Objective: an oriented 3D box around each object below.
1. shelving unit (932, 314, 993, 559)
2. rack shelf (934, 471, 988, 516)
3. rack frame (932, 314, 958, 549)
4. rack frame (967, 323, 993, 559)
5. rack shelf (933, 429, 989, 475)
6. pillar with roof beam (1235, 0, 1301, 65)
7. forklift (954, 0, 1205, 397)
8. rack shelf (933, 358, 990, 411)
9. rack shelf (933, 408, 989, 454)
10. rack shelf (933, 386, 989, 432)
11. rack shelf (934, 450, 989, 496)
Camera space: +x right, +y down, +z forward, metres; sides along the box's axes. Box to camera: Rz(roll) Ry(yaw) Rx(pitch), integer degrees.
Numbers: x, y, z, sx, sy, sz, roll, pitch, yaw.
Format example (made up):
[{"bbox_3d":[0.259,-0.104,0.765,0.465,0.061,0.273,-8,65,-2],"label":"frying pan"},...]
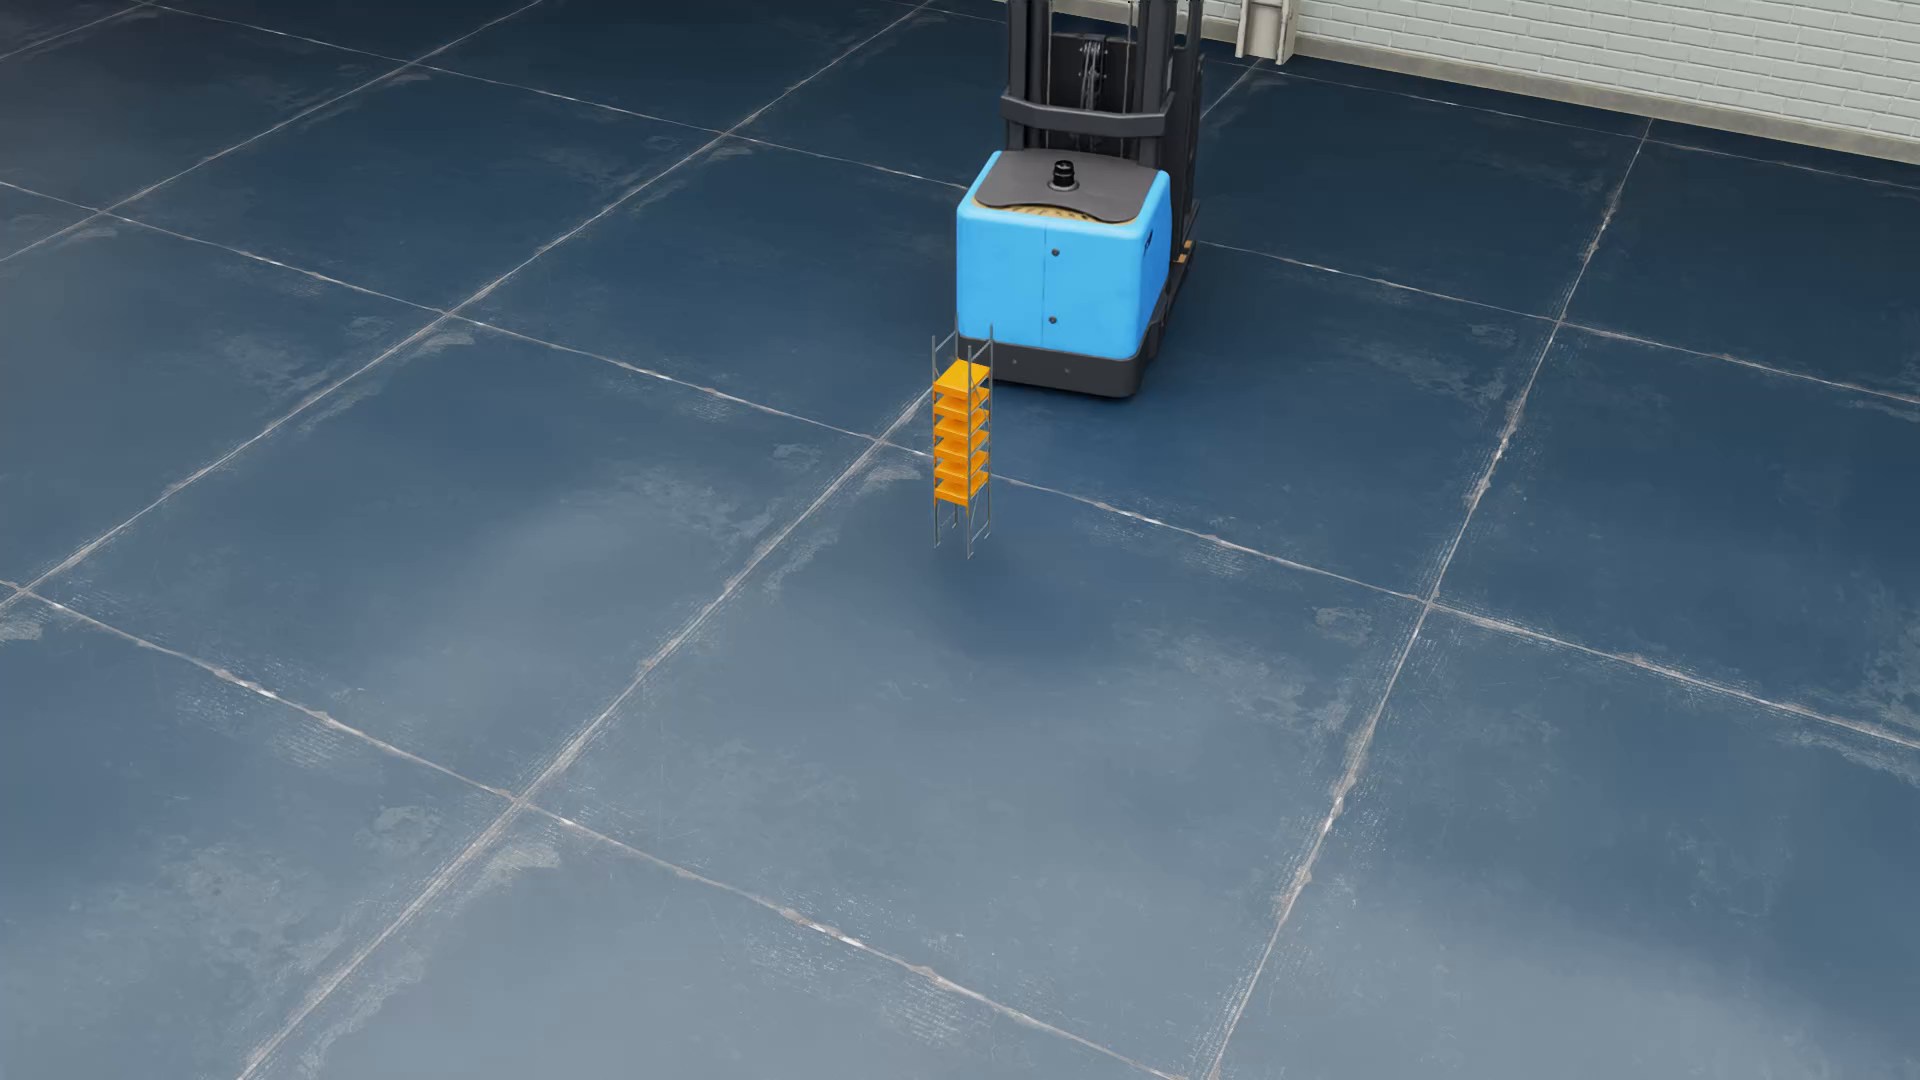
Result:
[{"bbox_3d":[0.013,-0.474,7.902,0.189,1.200,0.258,17,41,21],"label":"shelving unit"},{"bbox_3d":[0.013,-0.247,8.074,0.180,0.103,0.258,17,41,21],"label":"rack shelf"},{"bbox_3d":[-0.068,-0.499,7.935,0.006,1.200,0.240,17,41,21],"label":"rack frame"},{"bbox_3d":[0.094,-0.448,7.868,0.006,1.200,0.240,17,41,21],"label":"rack frame"},{"bbox_3d":[0.013,-0.438,7.929,0.180,0.103,0.258,17,41,21],"label":"rack shelf"},{"bbox_3d":[0.483,-5.199,7.676,0.400,9.000,9.100,17,41,21],"label":"pillar with roof beam"},{"bbox_3d":[0.869,-2.849,9.599,1.130,2.935,3.031,10,38,13],"label":"forklift"},{"bbox_3d":[0.013,-0.725,7.711,0.180,0.103,0.258,17,41,21],"label":"rack shelf"},{"bbox_3d":[0.013,-0.534,7.856,0.180,0.103,0.258,17,41,21],"label":"rack shelf"},{"bbox_3d":[0.013,-0.630,7.783,0.180,0.103,0.258,17,41,21],"label":"rack shelf"},{"bbox_3d":[0.013,-0.343,8.001,0.180,0.103,0.258,17,41,21],"label":"rack shelf"}]
